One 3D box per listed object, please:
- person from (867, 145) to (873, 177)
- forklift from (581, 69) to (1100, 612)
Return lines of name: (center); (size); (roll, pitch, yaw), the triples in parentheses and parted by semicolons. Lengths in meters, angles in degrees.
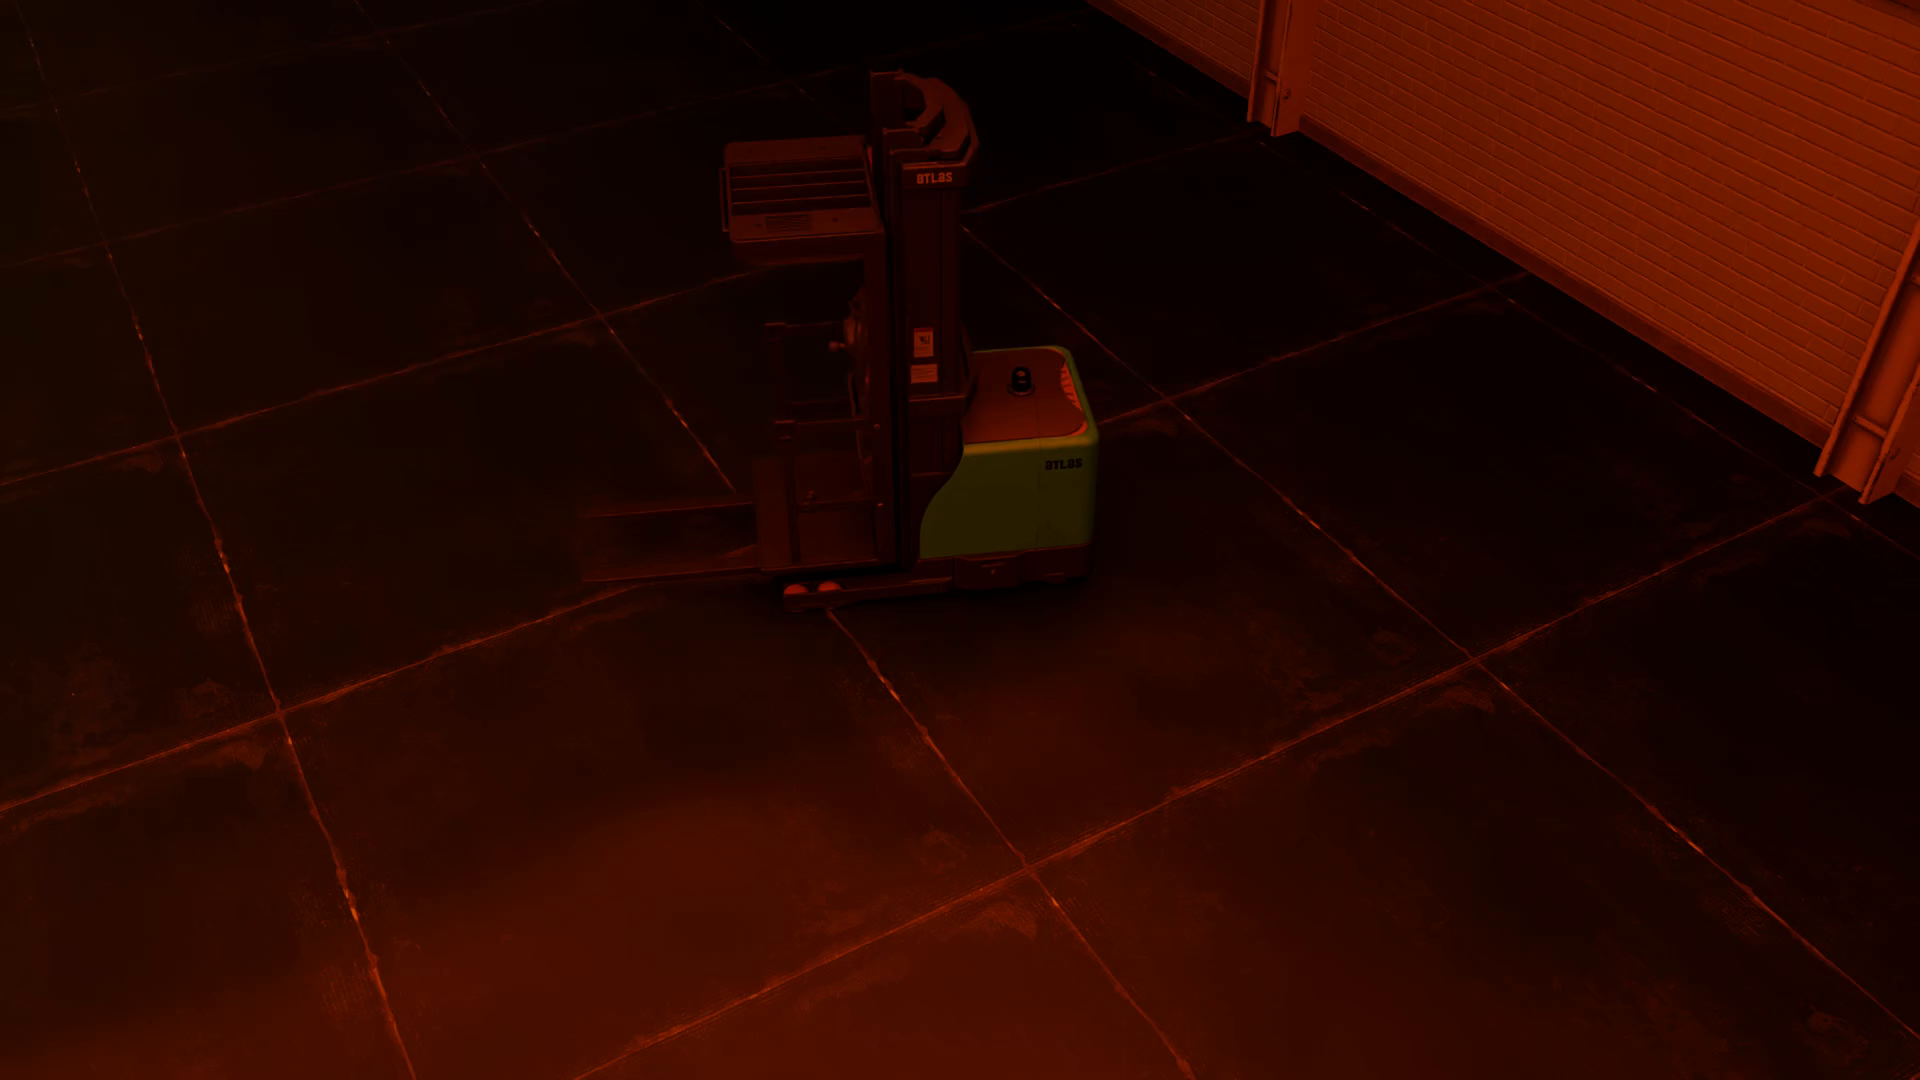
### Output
person: (-0.523, -1.984, 11.490); (0.449, 1.581, 0.618); (-10, 41, -11)
forklift: (-0.753, -1.062, 9.316); (3.031, 2.935, 1.130); (-5, 40, -6)
